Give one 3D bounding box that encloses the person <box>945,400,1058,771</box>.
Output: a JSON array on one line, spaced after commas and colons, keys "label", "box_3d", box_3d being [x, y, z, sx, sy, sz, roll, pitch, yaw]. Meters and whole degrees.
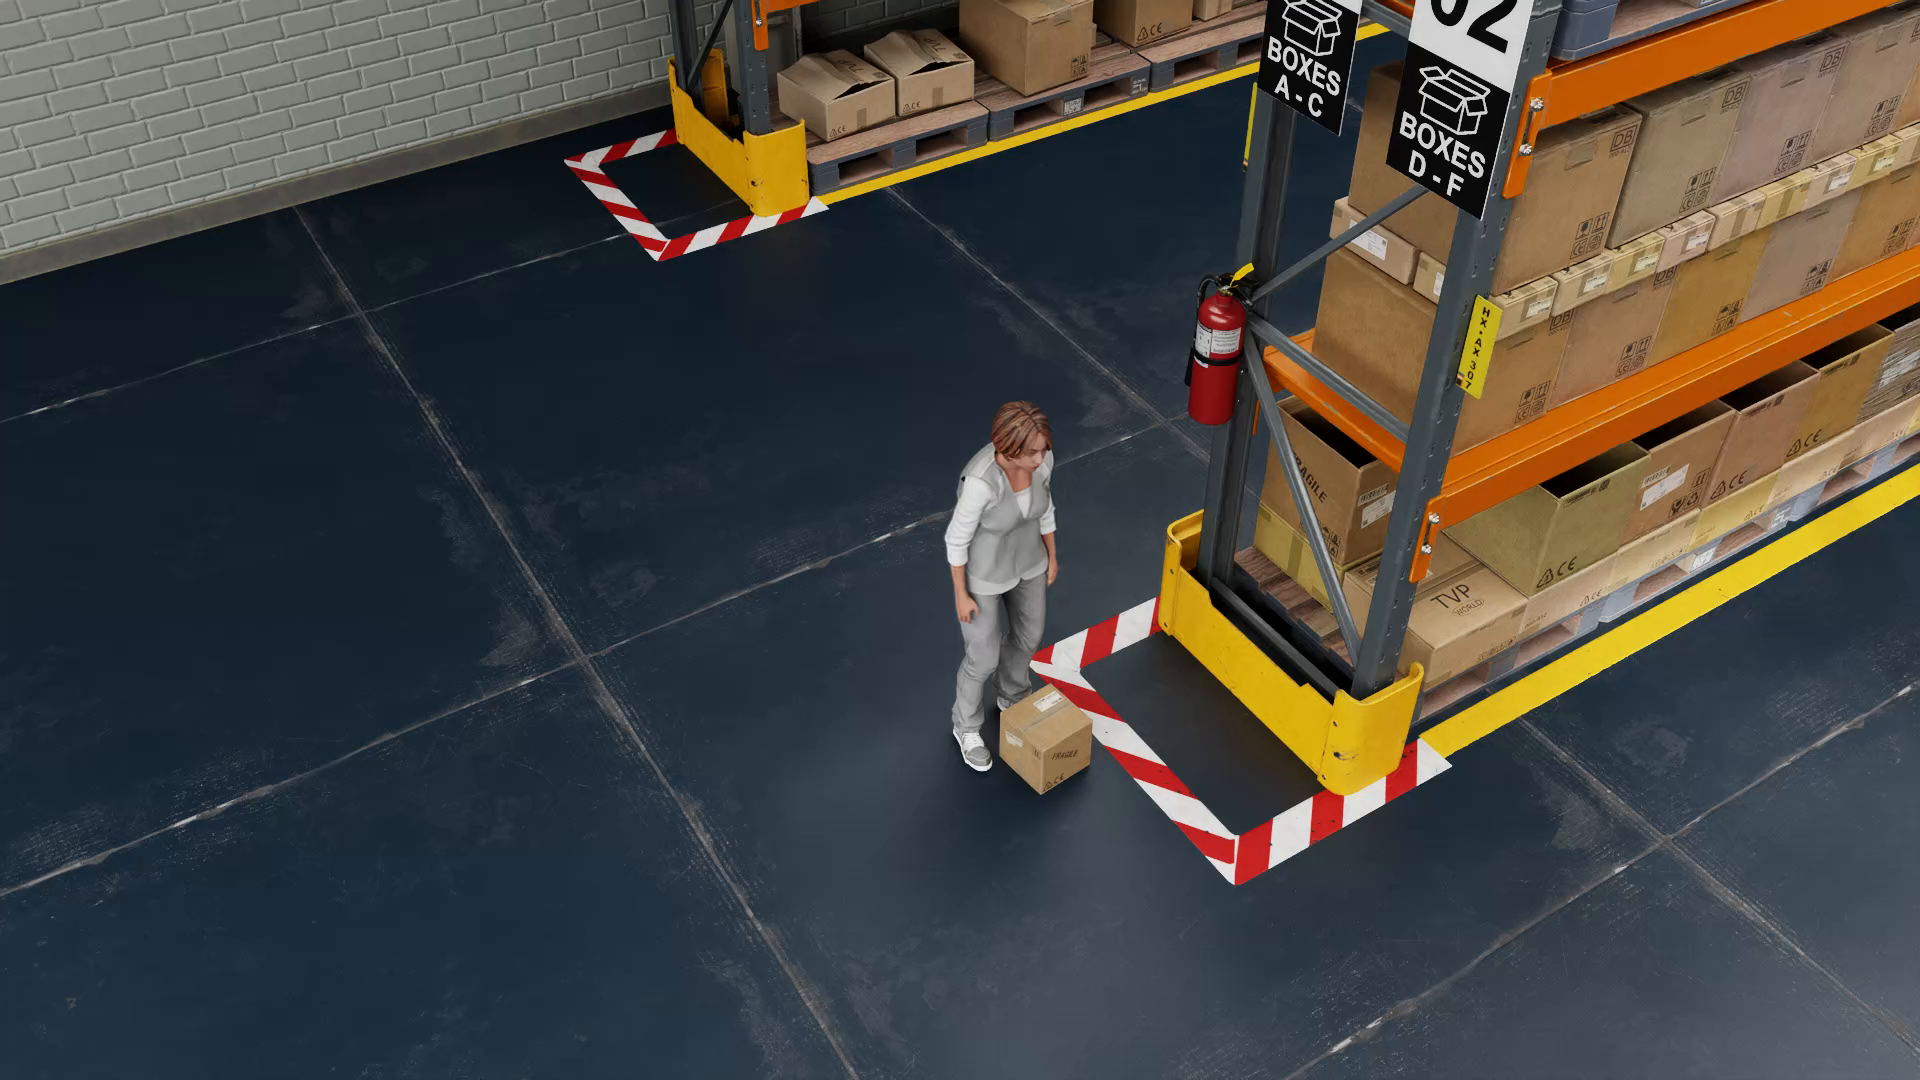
[{"label": "person", "box_3d": [0.160, 0.131, 6.018, 0.461, 1.593, 0.347, -26, 48, -26]}]
